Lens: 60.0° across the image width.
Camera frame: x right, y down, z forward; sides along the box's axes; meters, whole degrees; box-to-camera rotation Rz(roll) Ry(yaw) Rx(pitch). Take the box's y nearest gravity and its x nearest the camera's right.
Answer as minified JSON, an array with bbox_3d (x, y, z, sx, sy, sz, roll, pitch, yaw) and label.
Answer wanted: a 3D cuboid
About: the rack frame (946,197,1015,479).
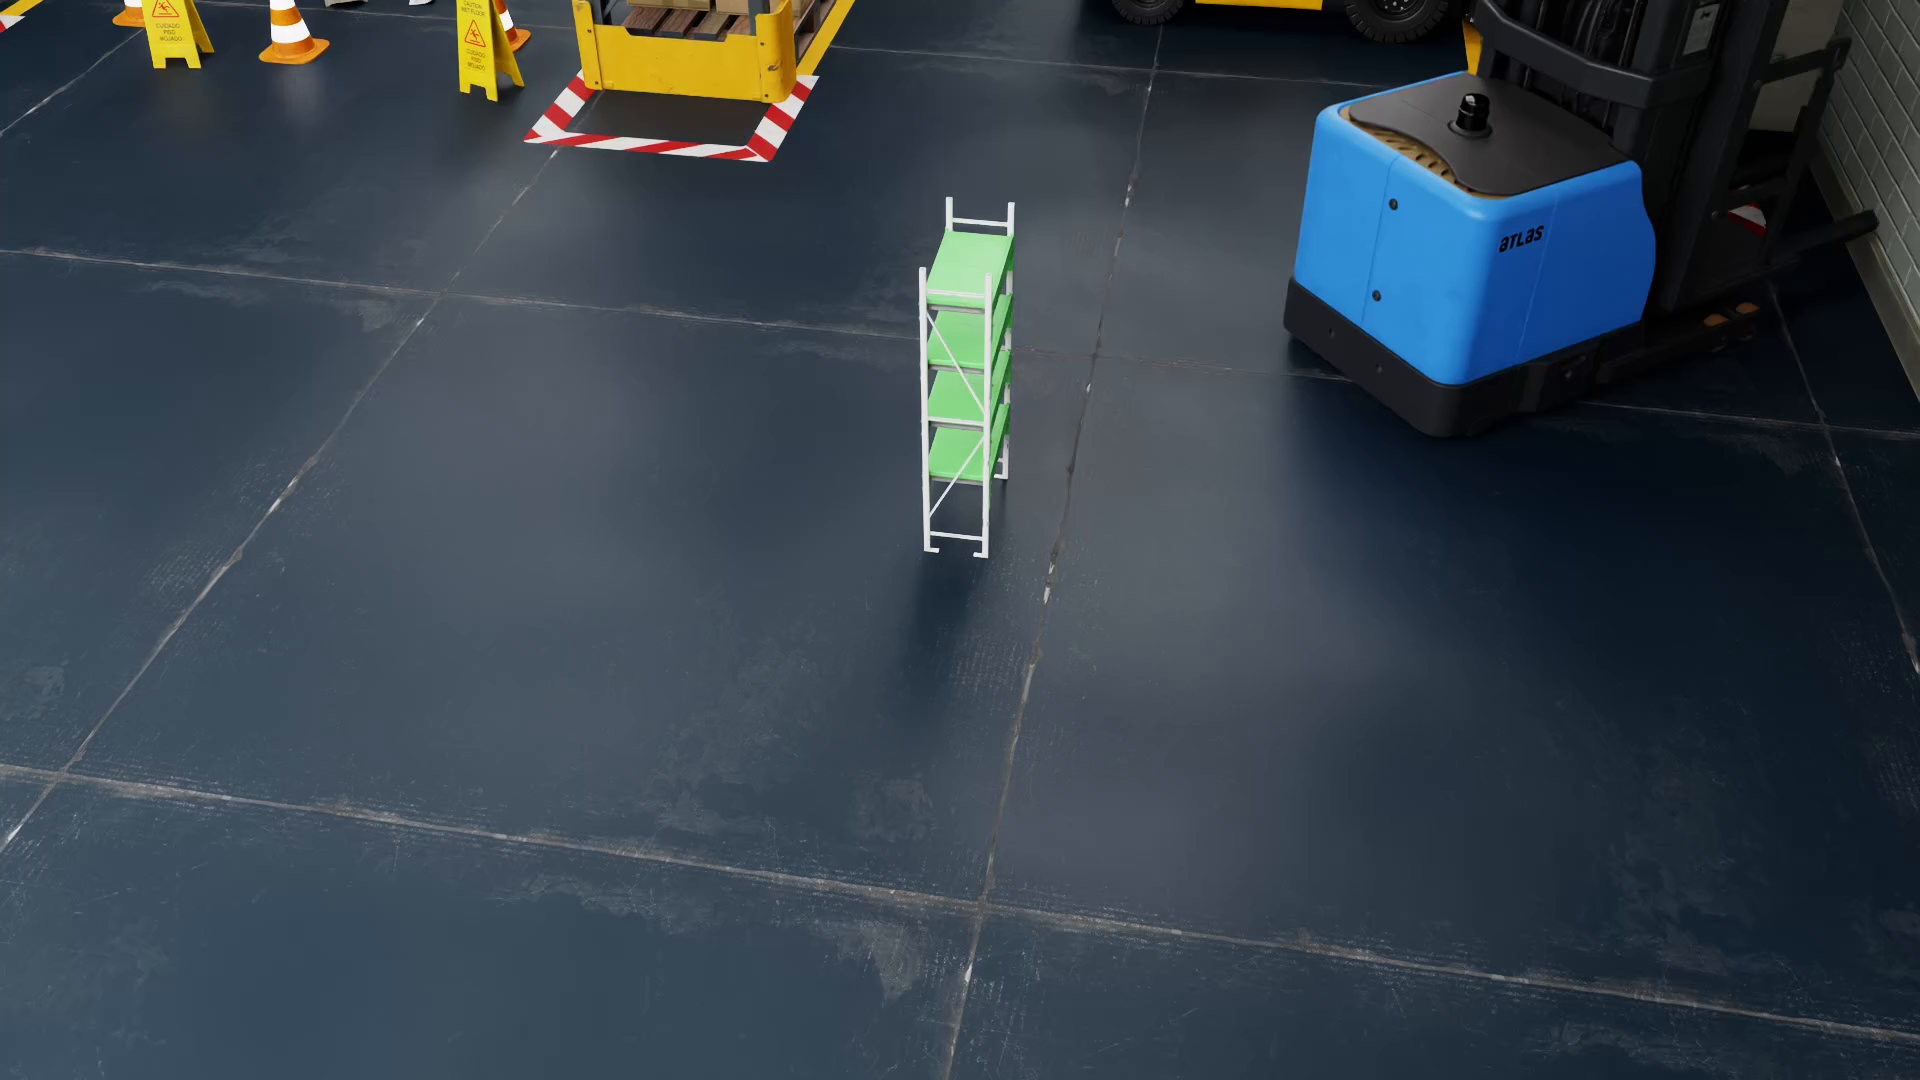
[{"bbox_3d":[0.071,-0.719,6.179,0.240,1.200,0.015,6,40,8],"label":"rack frame"}]

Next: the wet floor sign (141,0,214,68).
[{"bbox_3d":[-4.475,-3.019,9.396,0.267,0.644,0.232,0,40,0],"label":"wet floor sign"}]

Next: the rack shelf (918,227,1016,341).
[{"bbox_3d":[0.029,-0.887,5.728,0.258,0.148,0.480,6,40,8],"label":"rack shelf"}]

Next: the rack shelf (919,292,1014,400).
[{"bbox_3d":[0.029,-0.702,5.881,0.258,0.148,0.480,6,40,8],"label":"rack shelf"}]

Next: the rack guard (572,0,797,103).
[{"bbox_3d":[-1.515,-2.765,9.202,1.175,0.500,0.348,6,40,8],"label":"rack guard"}]

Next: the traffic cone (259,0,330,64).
[{"bbox_3d":[-3.876,-3.024,9.545,0.336,0.463,0.334,6,40,8],"label":"traffic cone"}]

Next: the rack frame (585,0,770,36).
[{"bbox_3d":[-1.528,-3.681,8.348,1.000,3.000,0.127,6,40,8],"label":"rack frame"}]

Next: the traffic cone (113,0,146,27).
[{"bbox_3d":[-4.930,-3.362,9.954,0.336,0.463,0.334,6,40,8],"label":"traffic cone"}]

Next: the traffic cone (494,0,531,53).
[{"bbox_3d":[-2.724,-3.115,9.655,0.336,0.463,0.334,6,40,8],"label":"traffic cone"}]

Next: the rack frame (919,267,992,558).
[{"bbox_3d":[-0.014,-0.413,5.808,0.240,1.200,0.015,6,40,8],"label":"rack frame"}]

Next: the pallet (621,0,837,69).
[{"bbox_3d":[-1.339,-3.160,9.906,1.003,0.211,1.213,6,40,8],"label":"pallet"}]

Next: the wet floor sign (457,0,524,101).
[{"bbox_3d":[-2.615,-2.772,9.097,0.267,0.644,0.232,20,44,23],"label":"wet floor sign"}]

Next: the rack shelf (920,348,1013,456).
[{"bbox_3d":[0.029,-0.517,6.034,0.258,0.148,0.480,6,40,8],"label":"rack shelf"}]

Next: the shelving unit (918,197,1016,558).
[{"bbox_3d":[0.029,-0.566,5.993,0.258,1.200,0.503,6,40,8],"label":"shelving unit"}]

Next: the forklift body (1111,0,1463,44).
[{"bbox_3d":[1.893,-4.200,9.642,2.313,2.155,1.214,6,40,8],"label":"forklift body"}]

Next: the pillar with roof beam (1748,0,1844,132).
[{"bbox_3d":[0.130,-6.260,6.760,9.100,9.000,0.400,6,40,8],"label":"pillar with roof beam"}]

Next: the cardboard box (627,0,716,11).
[{"bbox_3d":[-1.649,-3.335,9.758,0.500,0.250,0.500,6,40,7],"label":"cardboard box"}]

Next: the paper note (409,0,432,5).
[{"bbox_3d":[-3.325,-3.349,10.277,0.148,0.019,0.142,-6,40,-8],"label":"paper note"}]

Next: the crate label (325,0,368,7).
[{"bbox_3d":[-3.801,-3.399,10.254,0.250,0.136,0.298,-13,41,-15],"label":"crate label"}]

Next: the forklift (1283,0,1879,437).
[{"bbox_3d":[2.954,-2.220,6.635,3.031,2.935,1.130,-20,43,-22],"label":"forklift"}]

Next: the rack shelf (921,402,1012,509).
[{"bbox_3d":[0.029,-0.332,6.187,0.258,0.148,0.480,6,40,8],"label":"rack shelf"}]

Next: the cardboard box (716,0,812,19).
[{"bbox_3d":[-1.116,-3.259,9.666,0.500,0.250,0.500,6,40,7],"label":"cardboard box"}]

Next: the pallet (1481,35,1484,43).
[{"bbox_3d":[3.666,-3.309,10.087,1.003,0.211,1.213,6,40,8],"label":"pallet"}]
